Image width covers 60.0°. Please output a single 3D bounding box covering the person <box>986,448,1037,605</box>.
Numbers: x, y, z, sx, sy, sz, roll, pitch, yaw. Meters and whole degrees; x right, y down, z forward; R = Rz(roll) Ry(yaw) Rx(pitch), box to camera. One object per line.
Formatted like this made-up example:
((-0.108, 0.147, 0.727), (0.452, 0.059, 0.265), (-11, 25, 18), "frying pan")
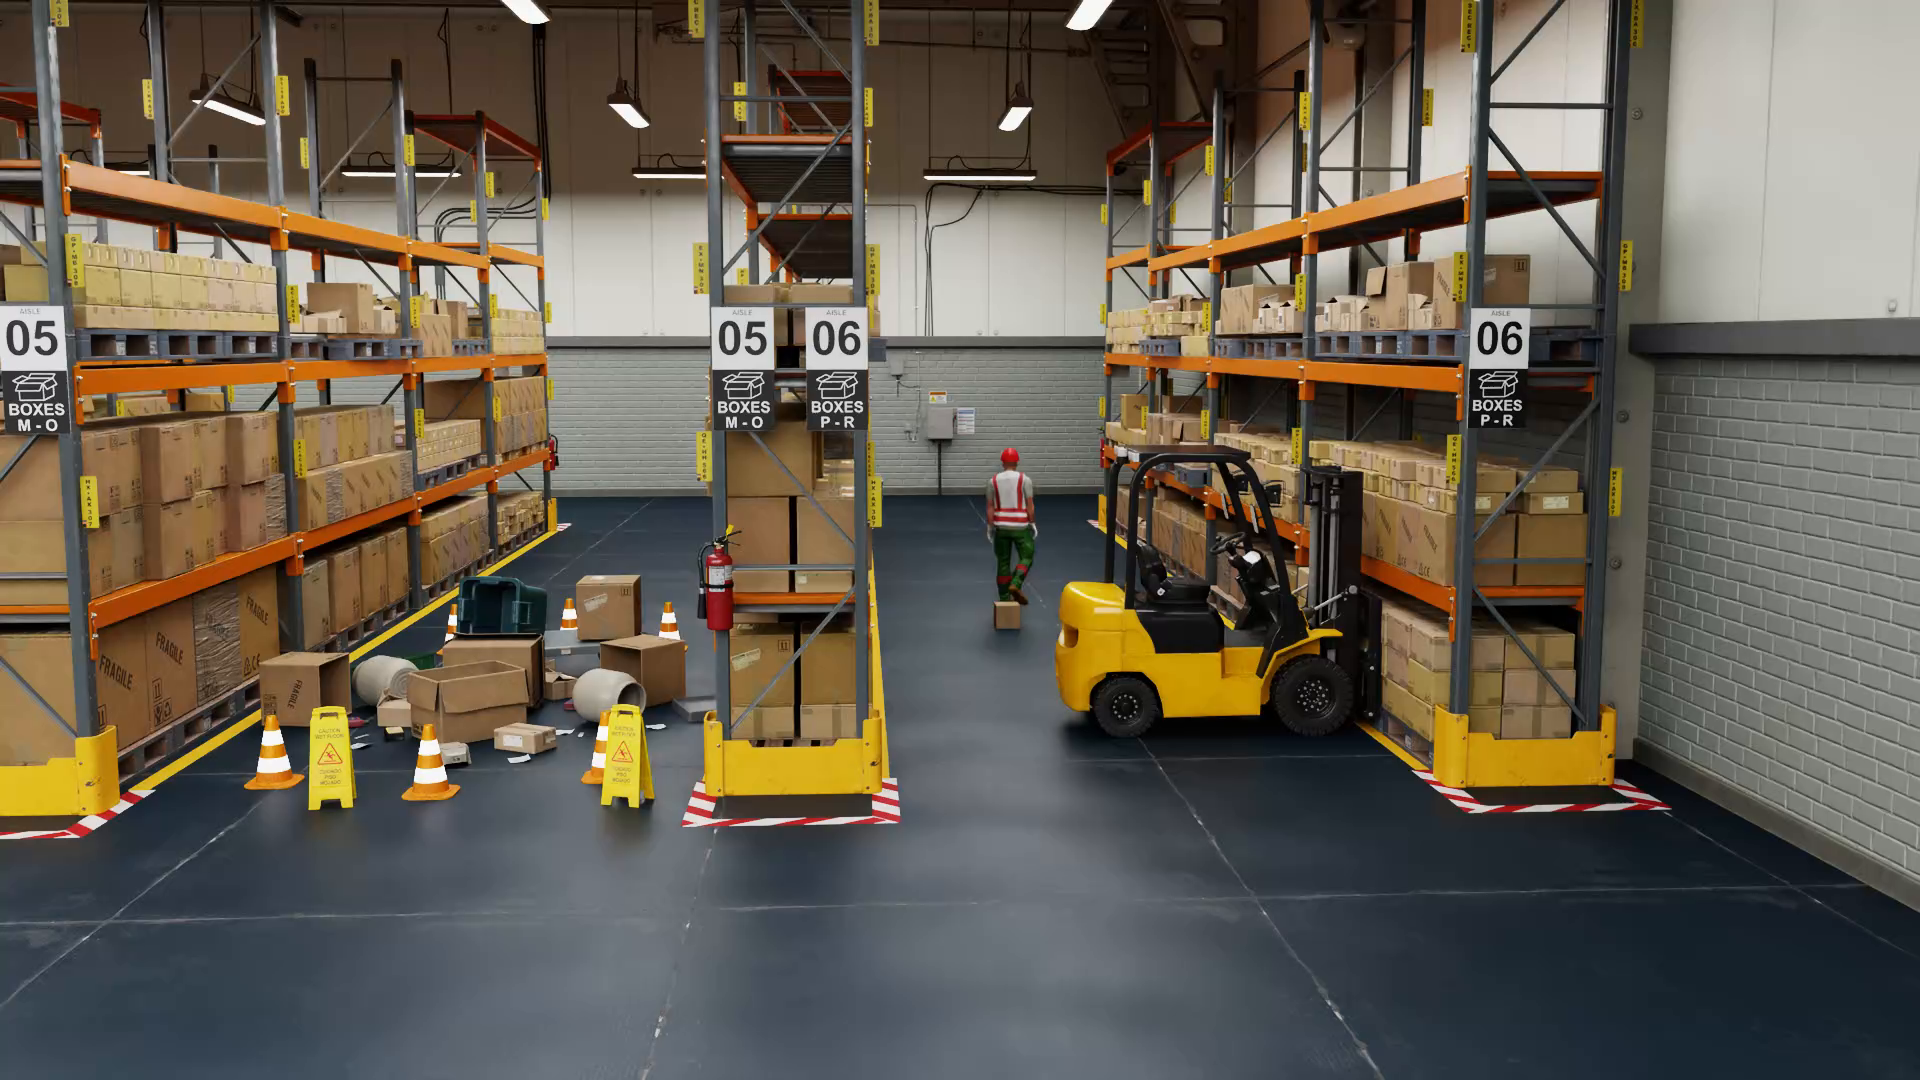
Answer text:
((0.561, -0.124, 18.475), (0.574, 1.788, 0.611), (2, 7, 13), "person")
